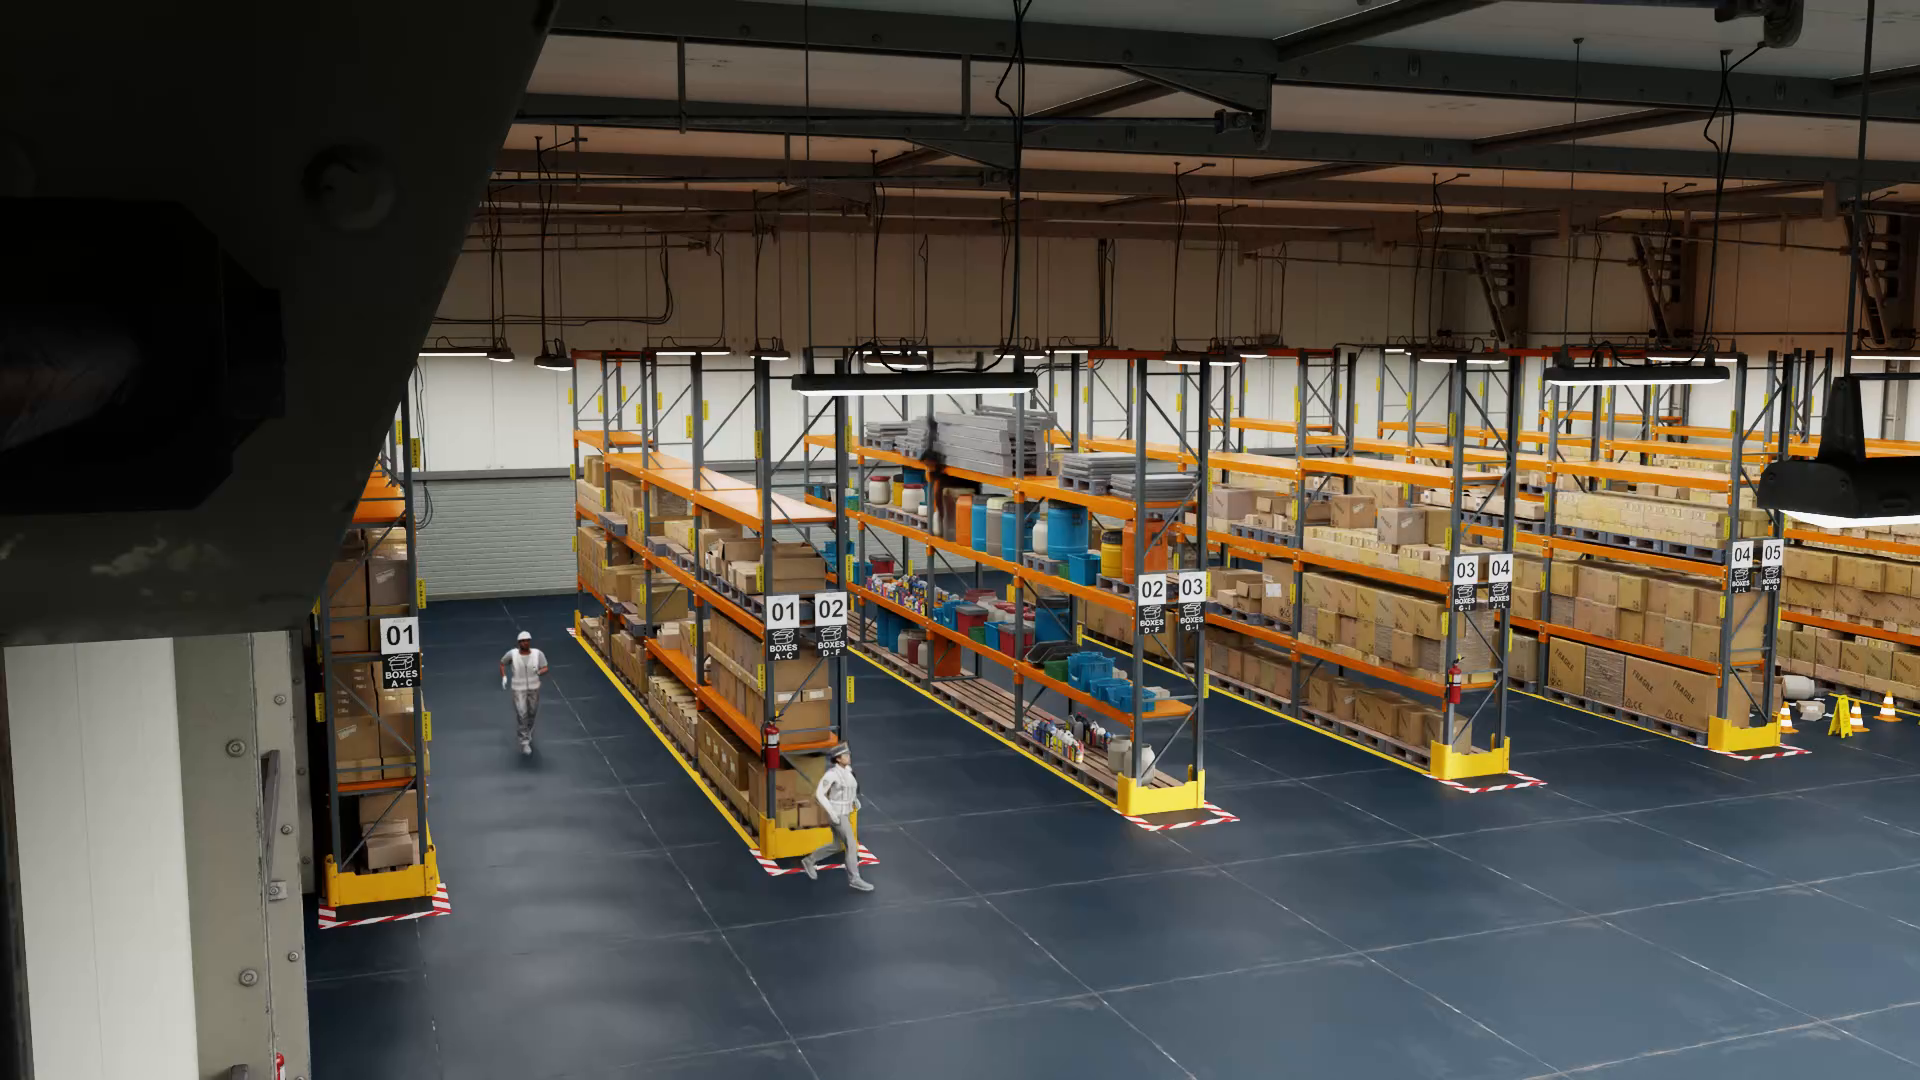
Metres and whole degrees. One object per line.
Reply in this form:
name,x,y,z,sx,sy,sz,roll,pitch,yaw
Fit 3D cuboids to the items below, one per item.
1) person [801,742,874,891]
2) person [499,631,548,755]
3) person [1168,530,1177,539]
person,-1.391,3.122,18.989,0.892,1.681,0.615,2,7,17
person,-6.599,2.279,25.278,0.680,1.797,0.932,-4,8,-27
person,4.979,0.424,40.448,0.770,1.793,0.928,5,9,34
